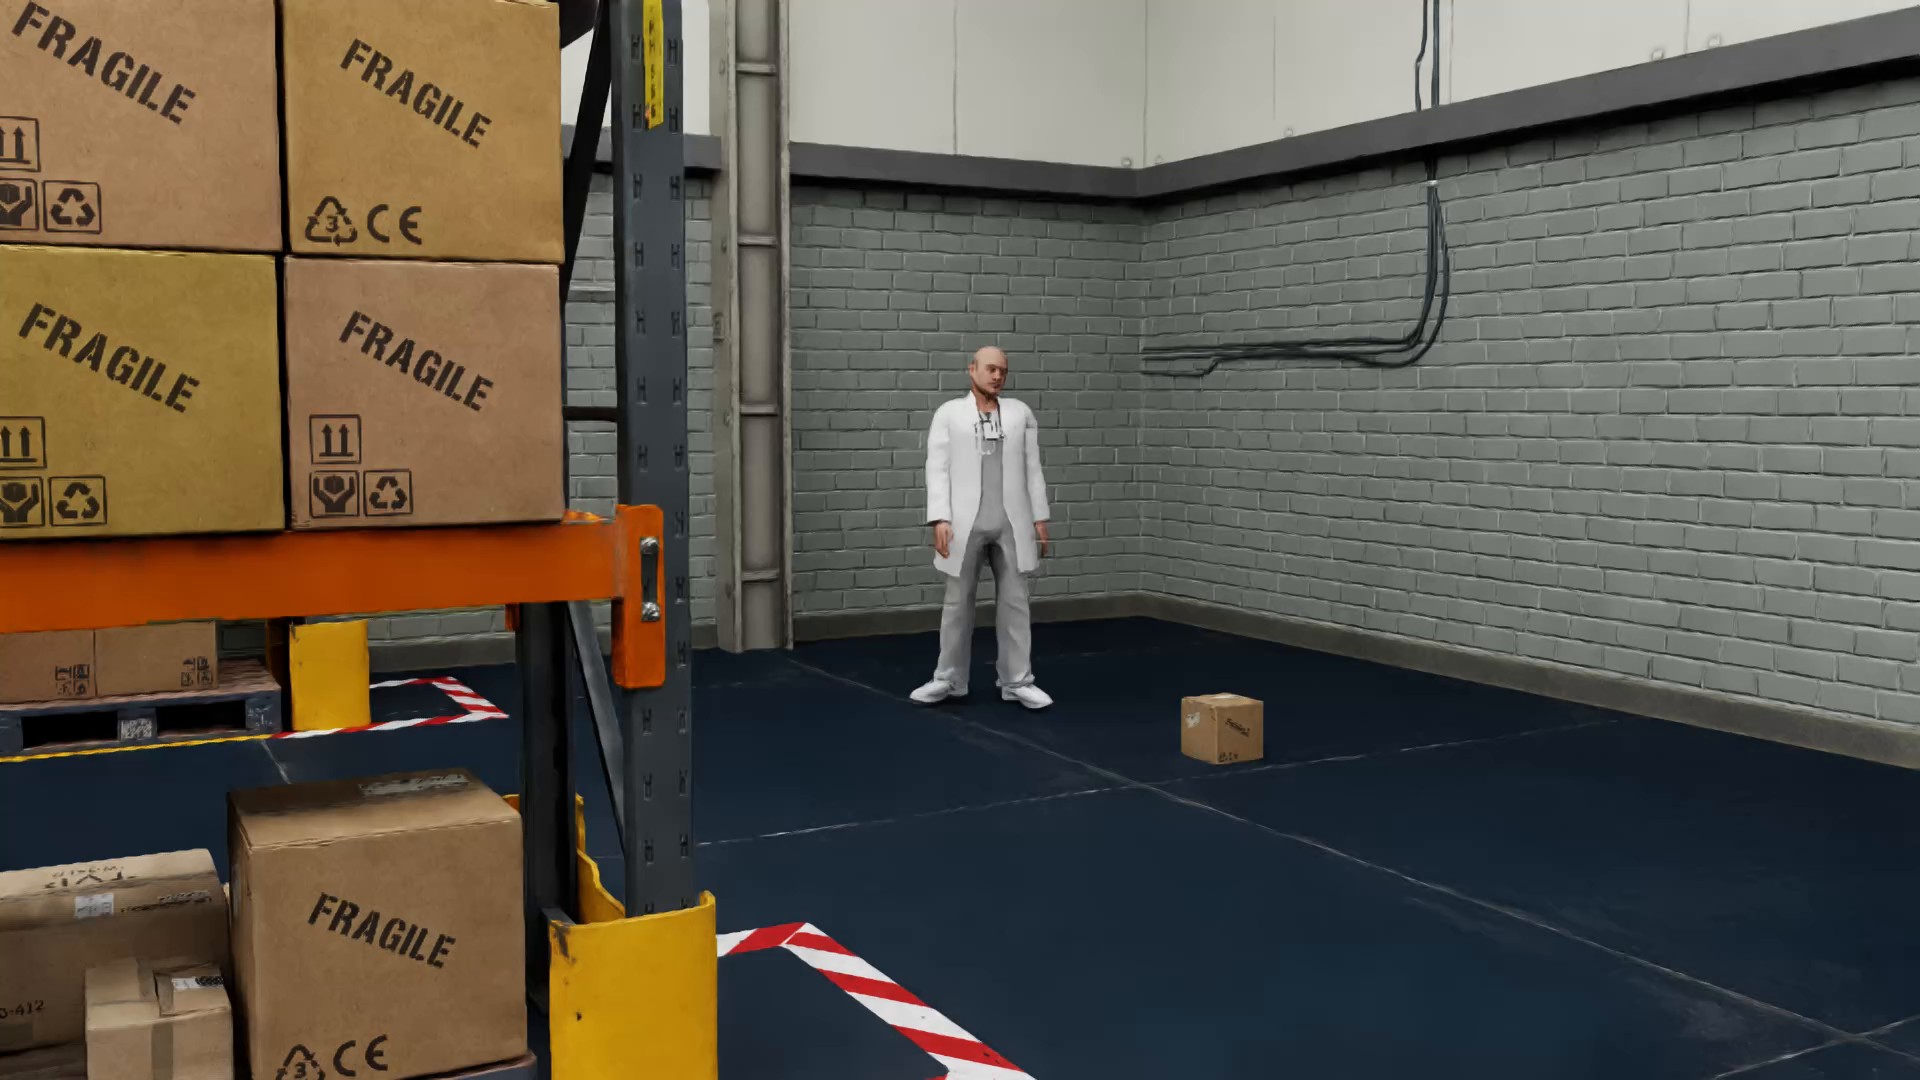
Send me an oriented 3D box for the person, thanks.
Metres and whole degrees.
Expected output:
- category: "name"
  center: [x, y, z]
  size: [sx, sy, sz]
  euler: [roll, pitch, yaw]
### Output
- category: "person"
  center: [0.106, -0.069, 8.267]
  size: [0.717, 1.785, 0.440]
  euler: [-1, 5, -6]
